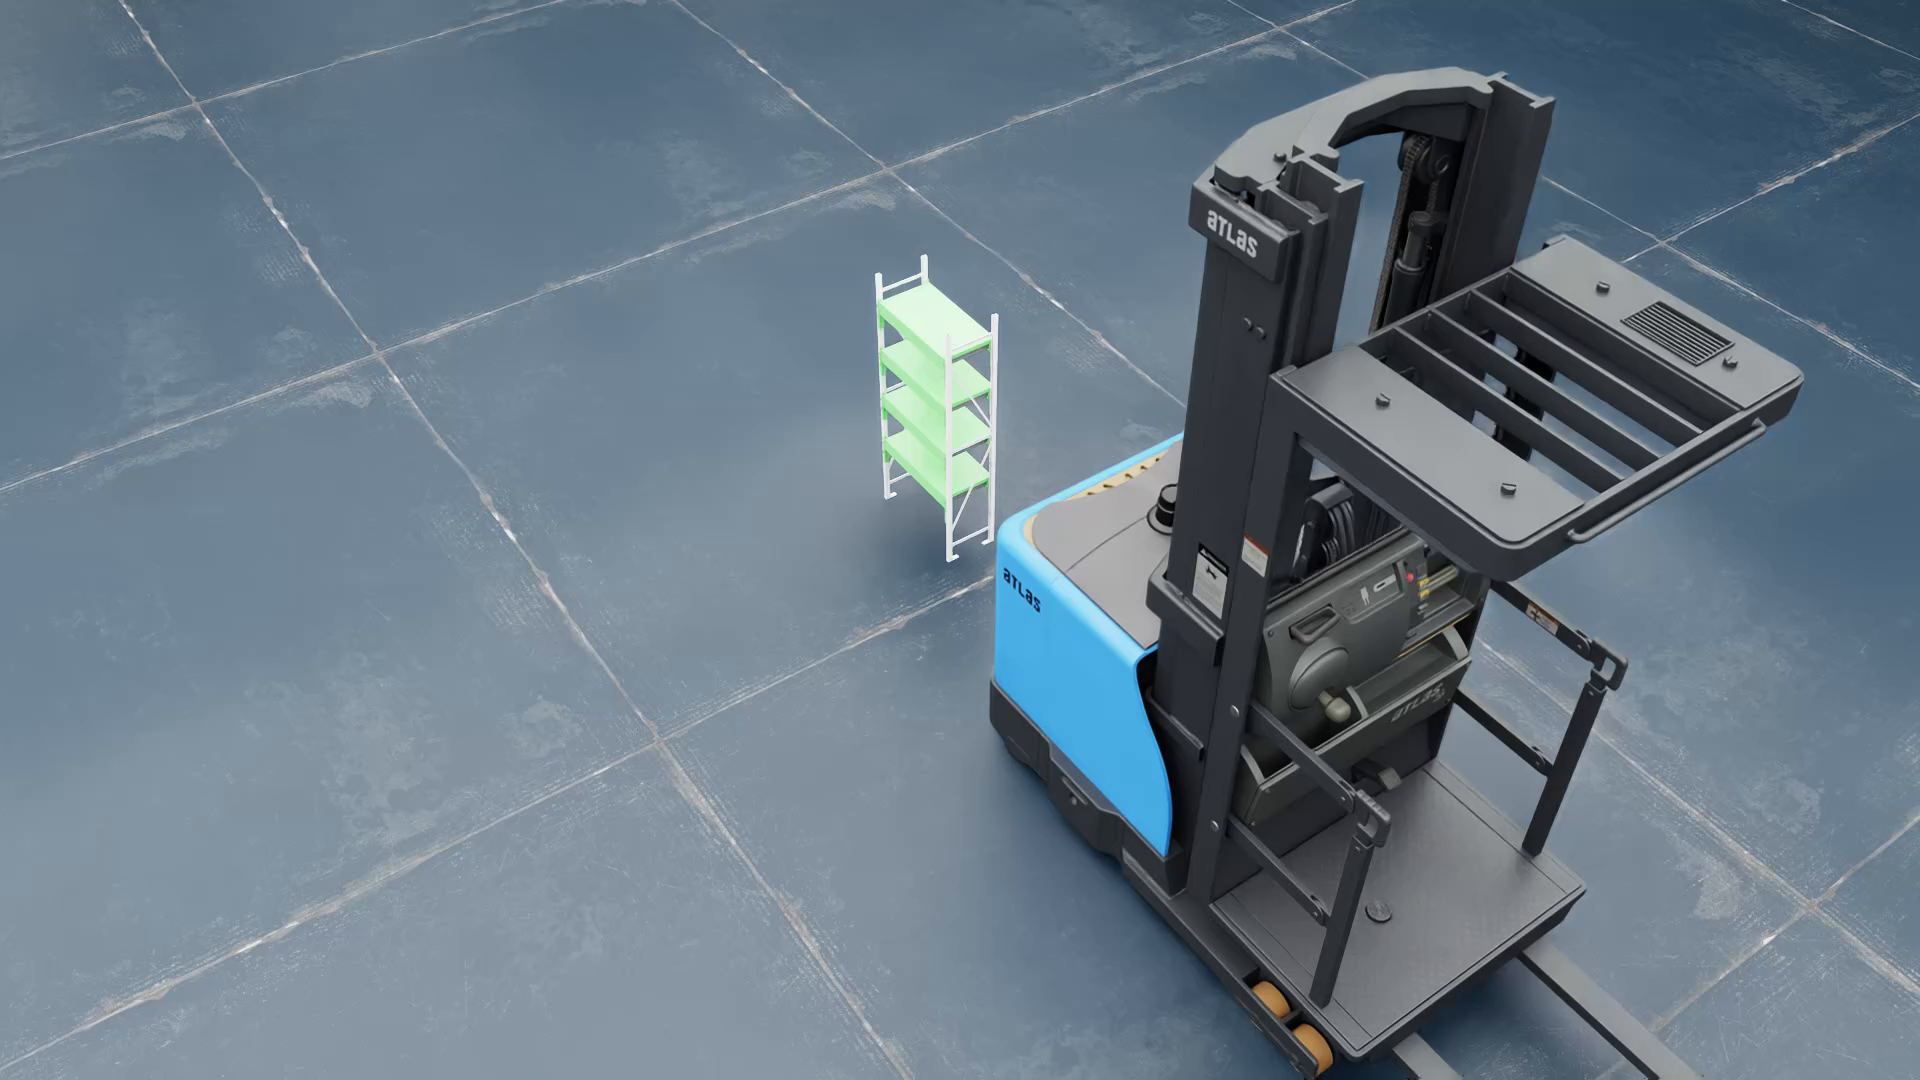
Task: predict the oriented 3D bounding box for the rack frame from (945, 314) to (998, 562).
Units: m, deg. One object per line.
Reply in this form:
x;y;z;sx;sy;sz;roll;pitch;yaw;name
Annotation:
0.045;-0.390;6.780;0.240;1.200;0.015;-26;49;-24;rack frame

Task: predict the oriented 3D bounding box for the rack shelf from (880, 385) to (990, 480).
-0.095;-0.482;6.969;0.258;0.148;0.480;-26;49;-24;rack shelf

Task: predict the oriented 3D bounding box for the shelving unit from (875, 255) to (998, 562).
-0.095;-0.528;6.925;0.258;1.200;0.503;-26;49;-24;shelving unit

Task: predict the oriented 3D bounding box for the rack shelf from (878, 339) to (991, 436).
-0.095;-0.655;6.803;0.258;0.148;0.480;-26;49;-24;rack shelf

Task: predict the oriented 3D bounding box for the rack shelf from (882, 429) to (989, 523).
-0.095;-0.308;7.135;0.258;0.148;0.480;-26;49;-24;rack shelf

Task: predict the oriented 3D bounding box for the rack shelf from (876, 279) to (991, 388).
-0.095;-0.829;6.638;0.258;0.148;0.480;-26;49;-24;rack shelf

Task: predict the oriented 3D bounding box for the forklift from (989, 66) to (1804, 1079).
1.374;0.296;4.808;1.130;2.935;3.031;-26;49;-25;forklift

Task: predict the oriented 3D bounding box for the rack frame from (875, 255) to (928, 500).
-0.234;-0.666;7.070;0.240;1.200;0.015;-26;49;-24;rack frame
